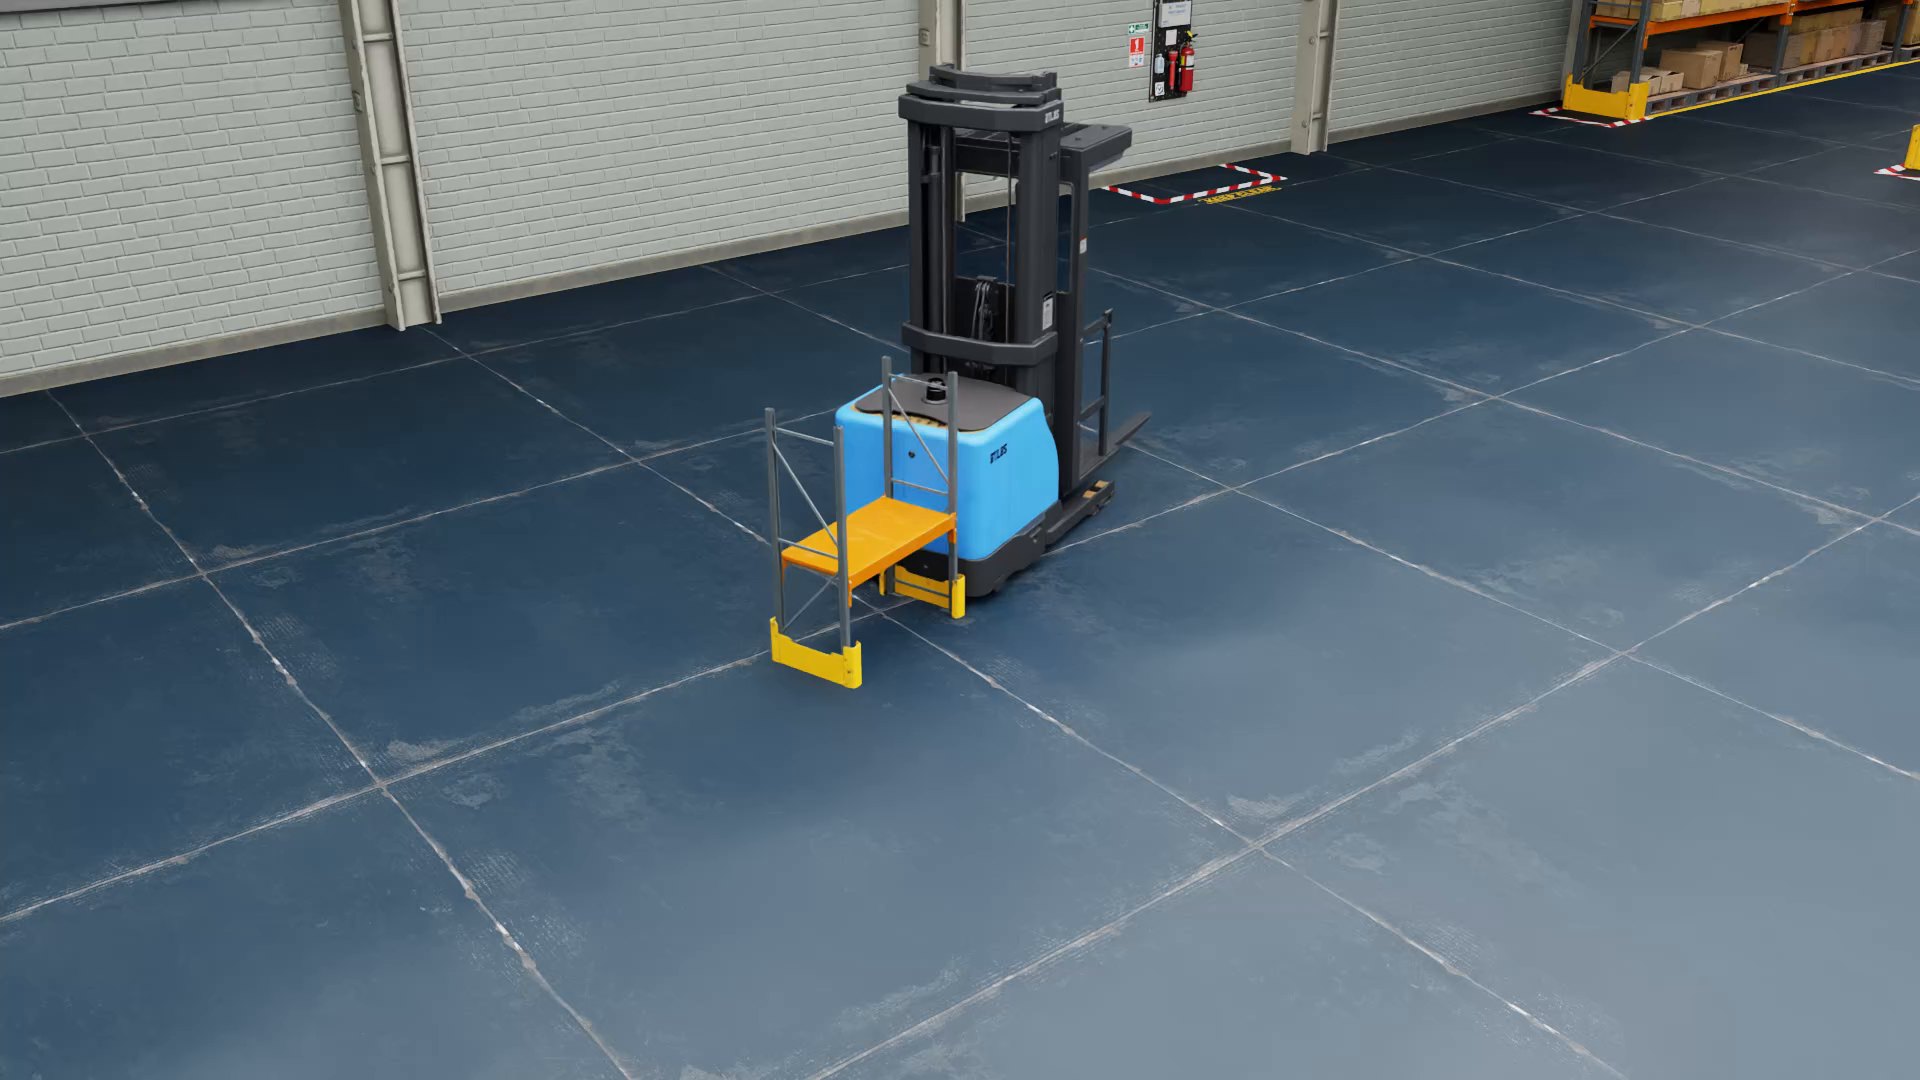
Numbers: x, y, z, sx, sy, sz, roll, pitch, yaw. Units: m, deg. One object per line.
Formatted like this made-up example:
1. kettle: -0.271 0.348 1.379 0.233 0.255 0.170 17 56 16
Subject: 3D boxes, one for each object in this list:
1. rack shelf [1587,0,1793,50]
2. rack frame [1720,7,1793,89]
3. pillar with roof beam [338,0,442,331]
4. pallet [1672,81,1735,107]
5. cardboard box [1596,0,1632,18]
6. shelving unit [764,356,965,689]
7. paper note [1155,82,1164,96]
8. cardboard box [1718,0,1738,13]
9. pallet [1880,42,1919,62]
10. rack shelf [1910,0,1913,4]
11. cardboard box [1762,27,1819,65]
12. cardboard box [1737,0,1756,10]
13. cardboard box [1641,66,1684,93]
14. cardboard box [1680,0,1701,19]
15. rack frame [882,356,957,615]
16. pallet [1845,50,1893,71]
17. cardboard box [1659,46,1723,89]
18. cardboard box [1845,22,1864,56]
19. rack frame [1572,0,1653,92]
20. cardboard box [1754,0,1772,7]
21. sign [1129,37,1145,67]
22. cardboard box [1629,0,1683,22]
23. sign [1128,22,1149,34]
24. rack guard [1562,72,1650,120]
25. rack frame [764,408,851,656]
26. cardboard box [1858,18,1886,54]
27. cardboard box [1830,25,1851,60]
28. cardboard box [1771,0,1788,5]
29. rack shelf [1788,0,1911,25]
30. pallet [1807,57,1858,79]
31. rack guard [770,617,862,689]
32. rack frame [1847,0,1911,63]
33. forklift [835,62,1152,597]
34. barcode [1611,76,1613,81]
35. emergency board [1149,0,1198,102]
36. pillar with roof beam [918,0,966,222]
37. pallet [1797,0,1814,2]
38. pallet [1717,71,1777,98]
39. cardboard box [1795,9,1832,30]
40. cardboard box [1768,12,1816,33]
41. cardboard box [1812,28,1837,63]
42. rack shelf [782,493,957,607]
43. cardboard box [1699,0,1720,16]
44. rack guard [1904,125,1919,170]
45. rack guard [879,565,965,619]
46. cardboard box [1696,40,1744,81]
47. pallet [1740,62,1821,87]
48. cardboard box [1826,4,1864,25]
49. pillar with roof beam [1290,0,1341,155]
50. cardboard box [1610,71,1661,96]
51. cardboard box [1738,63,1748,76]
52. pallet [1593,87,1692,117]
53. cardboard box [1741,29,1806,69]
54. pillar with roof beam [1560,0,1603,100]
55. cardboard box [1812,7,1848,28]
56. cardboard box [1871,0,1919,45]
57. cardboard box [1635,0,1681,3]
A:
1. rack shelf: 10.812 -7.716 24.667 4.000 0.370 1.077 -18 31 -34
2. rack frame: 12.386 -8.562 25.635 0.127 3.000 1.000 -18 31 -34
3. pillar with roof beam: -2.252 -4.610 9.995 0.400 9.000 9.100 -18 31 -34
4. pallet: 10.919 -6.792 25.134 1.213 0.211 1.003 -18 31 -34
5. cardboard box: 9.487 -7.649 23.823 0.500 0.250 0.500 -18 30 -33
6. shelving unit: -0.511 -0.126 9.240 0.587 1.500 1.083 16 29 31
7. paper note: 2.384 -5.381 19.827 0.142 0.148 0.016 -18 31 -34
8. cardboard box: 11.022 -7.886 24.333 0.500 0.250 0.500 -18 30 -34
9. pallet: 16.201 -8.516 28.848 1.213 0.211 1.003 -18 31 -34
10. rack shelf: 17.108 -9.794 29.145 4.000 0.370 1.077 -18 31 -34
11. cardboard box: 13.331 -7.975 26.817 0.500 0.500 0.700 -19 31 -35
12. cardboard box: 11.417 -8.017 24.615 0.500 0.250 0.500 -18 31 -34
13. cardboard box: 10.287 -6.801 24.512 0.500 0.311 0.500 -15 29 -30
14. cardboard box: 10.218 -7.625 23.771 0.500 0.250 0.500 -19 31 -36
15. rack frame: -0.229 -0.300 9.614 0.500 1.500 0.032 16 29 31
16. pallet: 14.918 -8.133 28.025 1.213 0.211 1.003 -18 31 -34
17. cardboard box: 10.895 -7.060 24.847 0.500 0.500 0.700 -21 32 -37
18. cardboard box: 14.522 -8.367 27.662 0.500 0.500 0.700 -18 31 -34
19. rack frame: 9.239 -7.523 23.396 0.127 3.000 1.000 -18 31 -34
20. cardboard box: 11.803 -8.153 24.908 0.500 0.250 0.500 -18 30 -34
21. sign: 2.067 -5.710 19.448 0.234 0.329 0.001 -18 31 -34
22. cardboard box: 9.819 -7.485 23.470 0.500 0.250 0.500 -19 31 -35
23. sign: 2.076 -5.949 19.332 0.331 0.109 0.001 -18 31 -34
24. rack guard: 9.298 -6.409 23.965 0.348 0.500 1.175 -18 31 -34
25. rack frame: -0.804 0.053 8.853 0.500 1.500 0.032 16 29 31
26. cardboard box: 15.000 -8.462 27.867 0.500 0.500 0.700 -18 30 -33
27. cardboard box: 14.149 -8.229 27.364 0.500 0.500 0.700 -18 31 -34
28. cardboard box: 12.201 -8.279 25.181 0.500 0.250 0.500 -18 30 -34
29. rack shelf: 13.960 -8.755 26.906 4.000 0.370 1.077 -18 31 -34
30. pallet: 13.959 -7.818 27.345 1.213 0.211 1.003 -18 31 -34
31. rack guard: -0.793 0.614 9.131 0.587 0.250 0.087 16 29 31
32. rack frame: 15.534 -9.601 27.874 0.127 3.000 1.000 -18 31 -34
33. forklift: 0.392 -1.575 10.662 1.130 2.935 3.031 13 28 26
34. barcode: 9.606 -6.794 24.486 0.075 0.075 0.001 -18 31 -34
35. emergency board: 2.566 -5.803 19.691 0.643 1.169 0.194 -18 31 -34
36. pillar with roof beam: 2.469 -6.169 13.353 0.400 9.000 9.100 -18 31 -34
37. pallet: 13.077 -8.625 25.999 1.213 0.211 1.003 -18 31 -34
38. pallet: 11.880 -7.111 25.821 1.213 0.211 1.003 -18 31 -34
39. cardboard box: 13.707 -8.416 26.877 0.500 0.250 0.500 -19 31 -35
40. cardboard box: 13.300 -8.280 26.583 0.500 0.250 0.500 -19 31 -35
41. cardboard box: 13.757 -8.094 27.074 0.500 0.500 0.700 -18 30 -33
42. rack shelf: -0.516 0.040 9.309 0.538 0.185 1.000 16 29 31
43. cardboard box: 10.623 -7.755 24.052 0.500 0.250 0.500 -19 31 -35
44. rack guard: 12.279 -4.743 20.375 0.348 0.500 1.175 -18 31 -34
45. rack guard: -0.230 0.268 9.876 0.587 0.250 0.087 16 29 31
46. cardboard box: 11.594 -7.345 25.459 0.500 0.500 0.500 -21 32 -38
47. pallet: 12.998 -7.500 26.659 1.213 0.211 1.003 -18 31 -34
48. cardboard box: 14.512 -8.675 27.435 0.500 0.250 0.500 -18 30 -33
49. pillar with roof beam: 7.191 -7.728 16.711 0.400 9.000 9.100 -18 31 -34
50. cardboard box: 9.839 -6.653 24.193 0.500 0.311 0.500 -23 33 -40
51. cardboard box: 11.984 -7.327 25.818 0.380 0.166 0.250 22 33 39
52. pallet: 9.960 -6.477 24.455 1.213 0.211 1.003 -18 31 -34
53. cardboard box: 12.955 -7.824 26.492 0.500 0.500 0.700 -17 30 -32
54. pillar with roof beam: 11.912 -9.286 20.070 0.400 9.000 9.100 -18 31 -34
55. cardboard box: 14.111 -8.540 27.144 0.500 0.250 0.500 -18 31 -34
56. cardboard box: 16.194 -8.964 28.556 0.750 0.750 0.750 -19 31 -35
57. cardboard box: 9.800 -7.828 23.318 0.500 0.500 0.500 -18 31 -34
